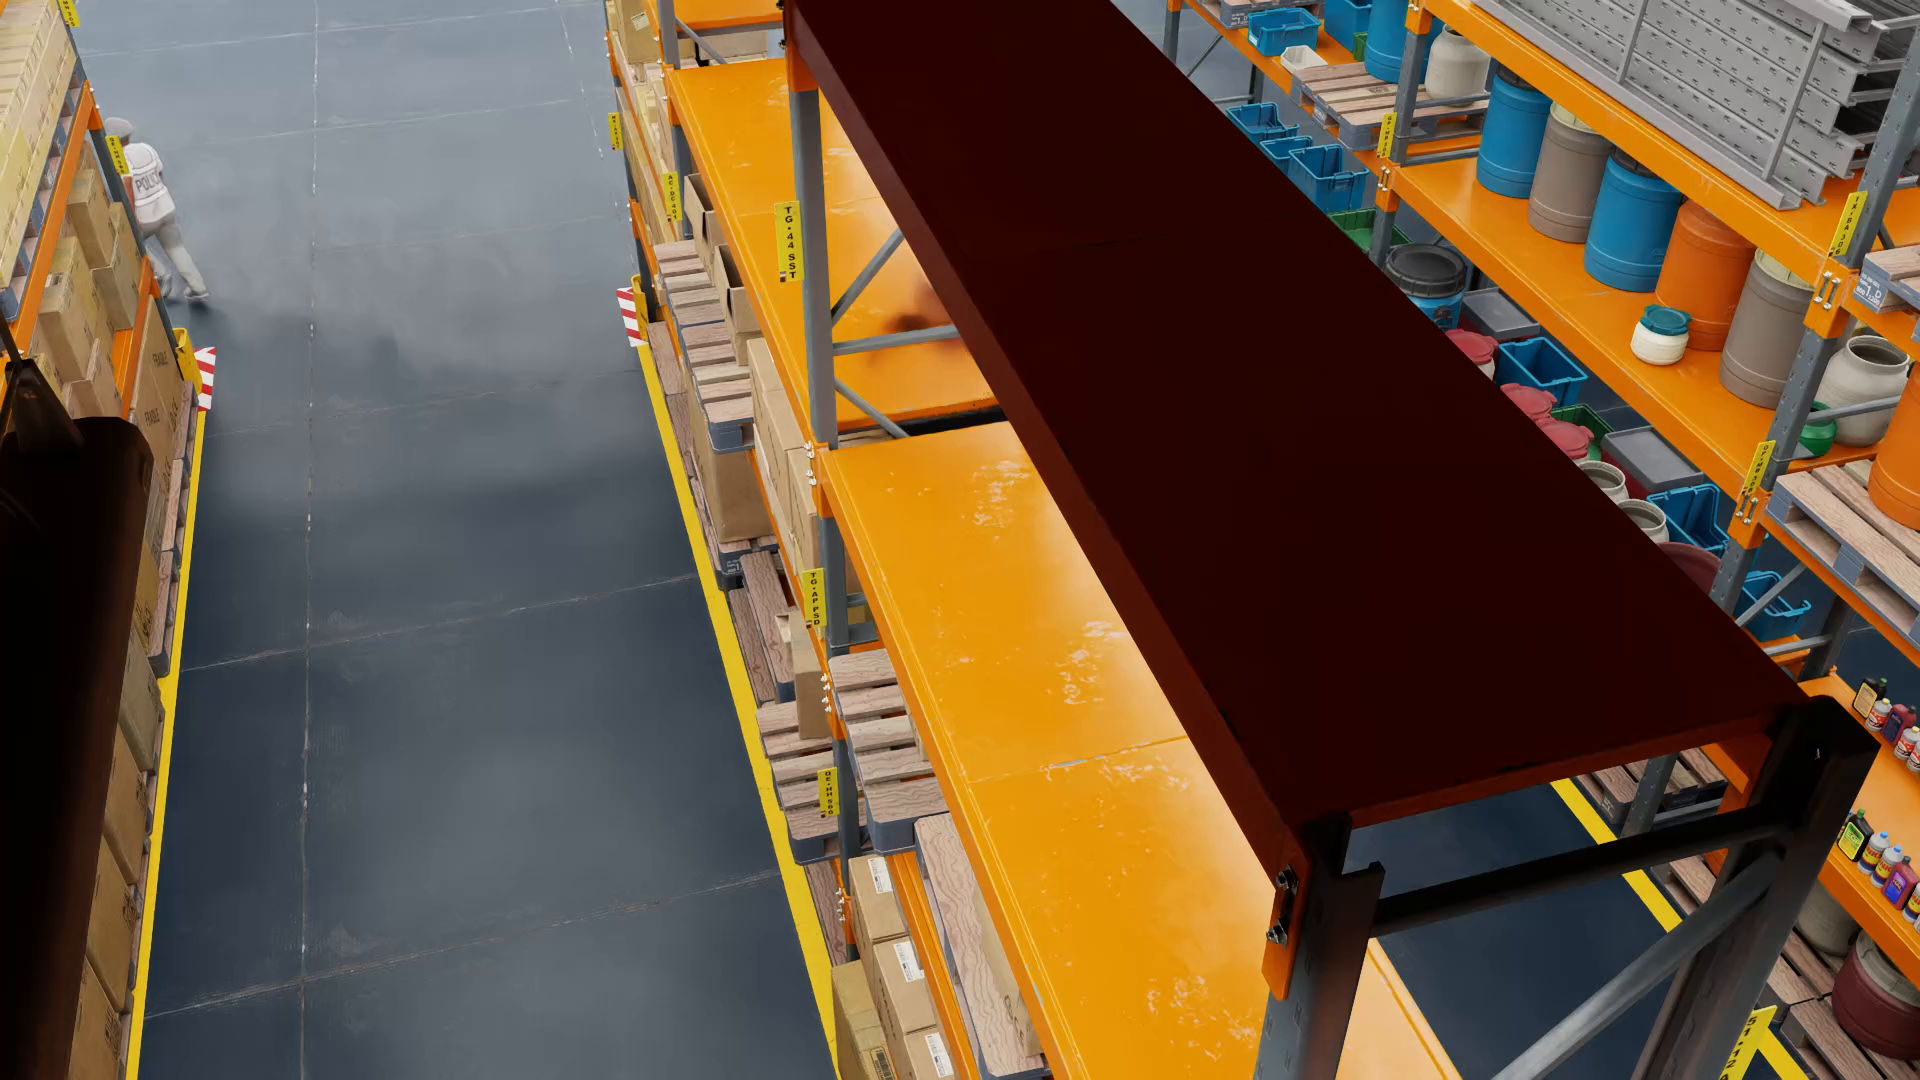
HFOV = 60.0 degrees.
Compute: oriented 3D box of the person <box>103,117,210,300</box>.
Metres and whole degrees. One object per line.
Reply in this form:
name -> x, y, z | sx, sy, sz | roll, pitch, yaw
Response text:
person -> -7.404, -2.968, 15.162 | 0.835, 1.778, 0.692 | 14, 40, 17
